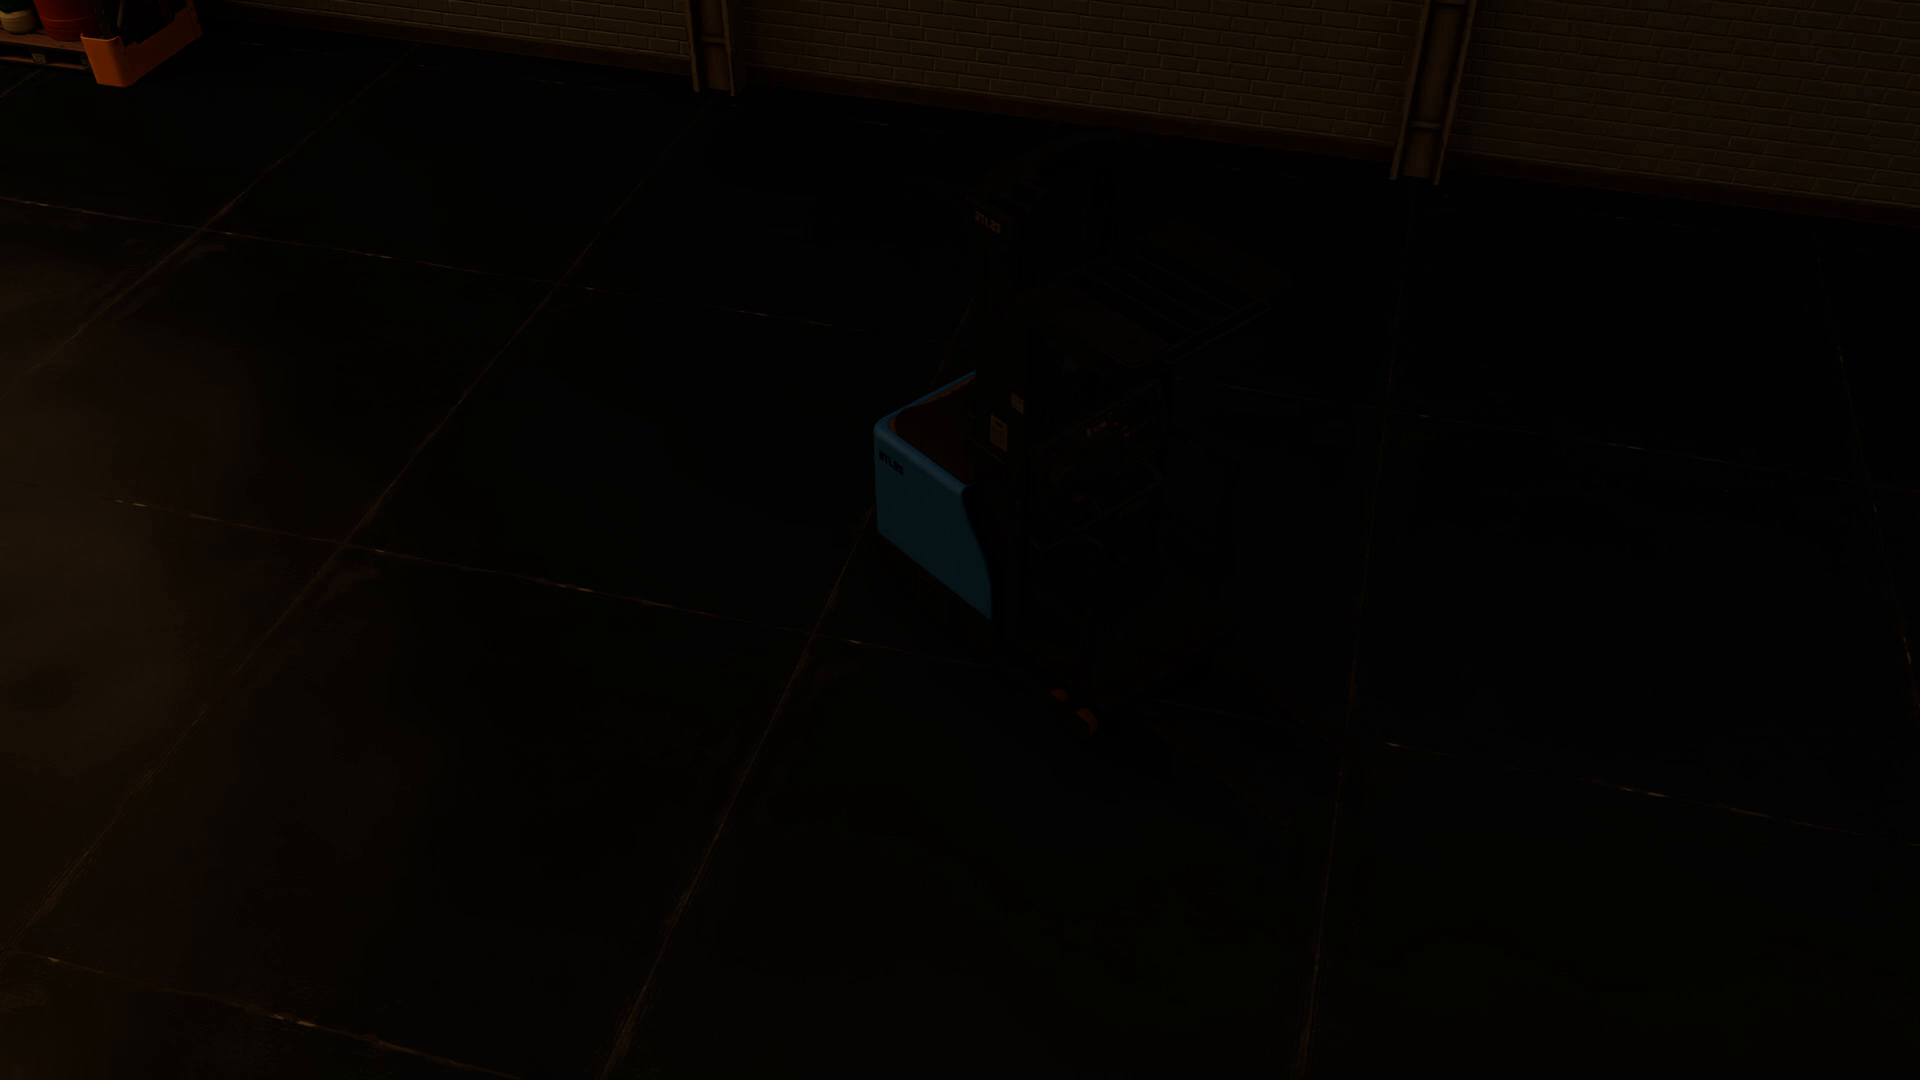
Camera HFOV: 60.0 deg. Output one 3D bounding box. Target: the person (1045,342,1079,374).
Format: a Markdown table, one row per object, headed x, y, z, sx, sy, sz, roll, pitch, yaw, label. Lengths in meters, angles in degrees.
| x | y | z | sx | sy | sz | roll | pitch | yaw | label |
| --- | --- | --- | --- | --- | --- | --- | --- | --- | --- |
| 0.600 | -0.617 | 9.704 | 0.964 | 1.418 | 0.801 | 15 | 44 | 17 | person |

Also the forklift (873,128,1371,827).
| x | y | z | sx | sy | sz | roll | pitch | yaw | label |
| --- | --- | --- | --- | --- | --- | --- | --- | --- | --- |
| 0.850 | -0.424 | 8.345 | 1.130 | 2.935 | 3.031 | -30 | 49 | -30 | forklift |
